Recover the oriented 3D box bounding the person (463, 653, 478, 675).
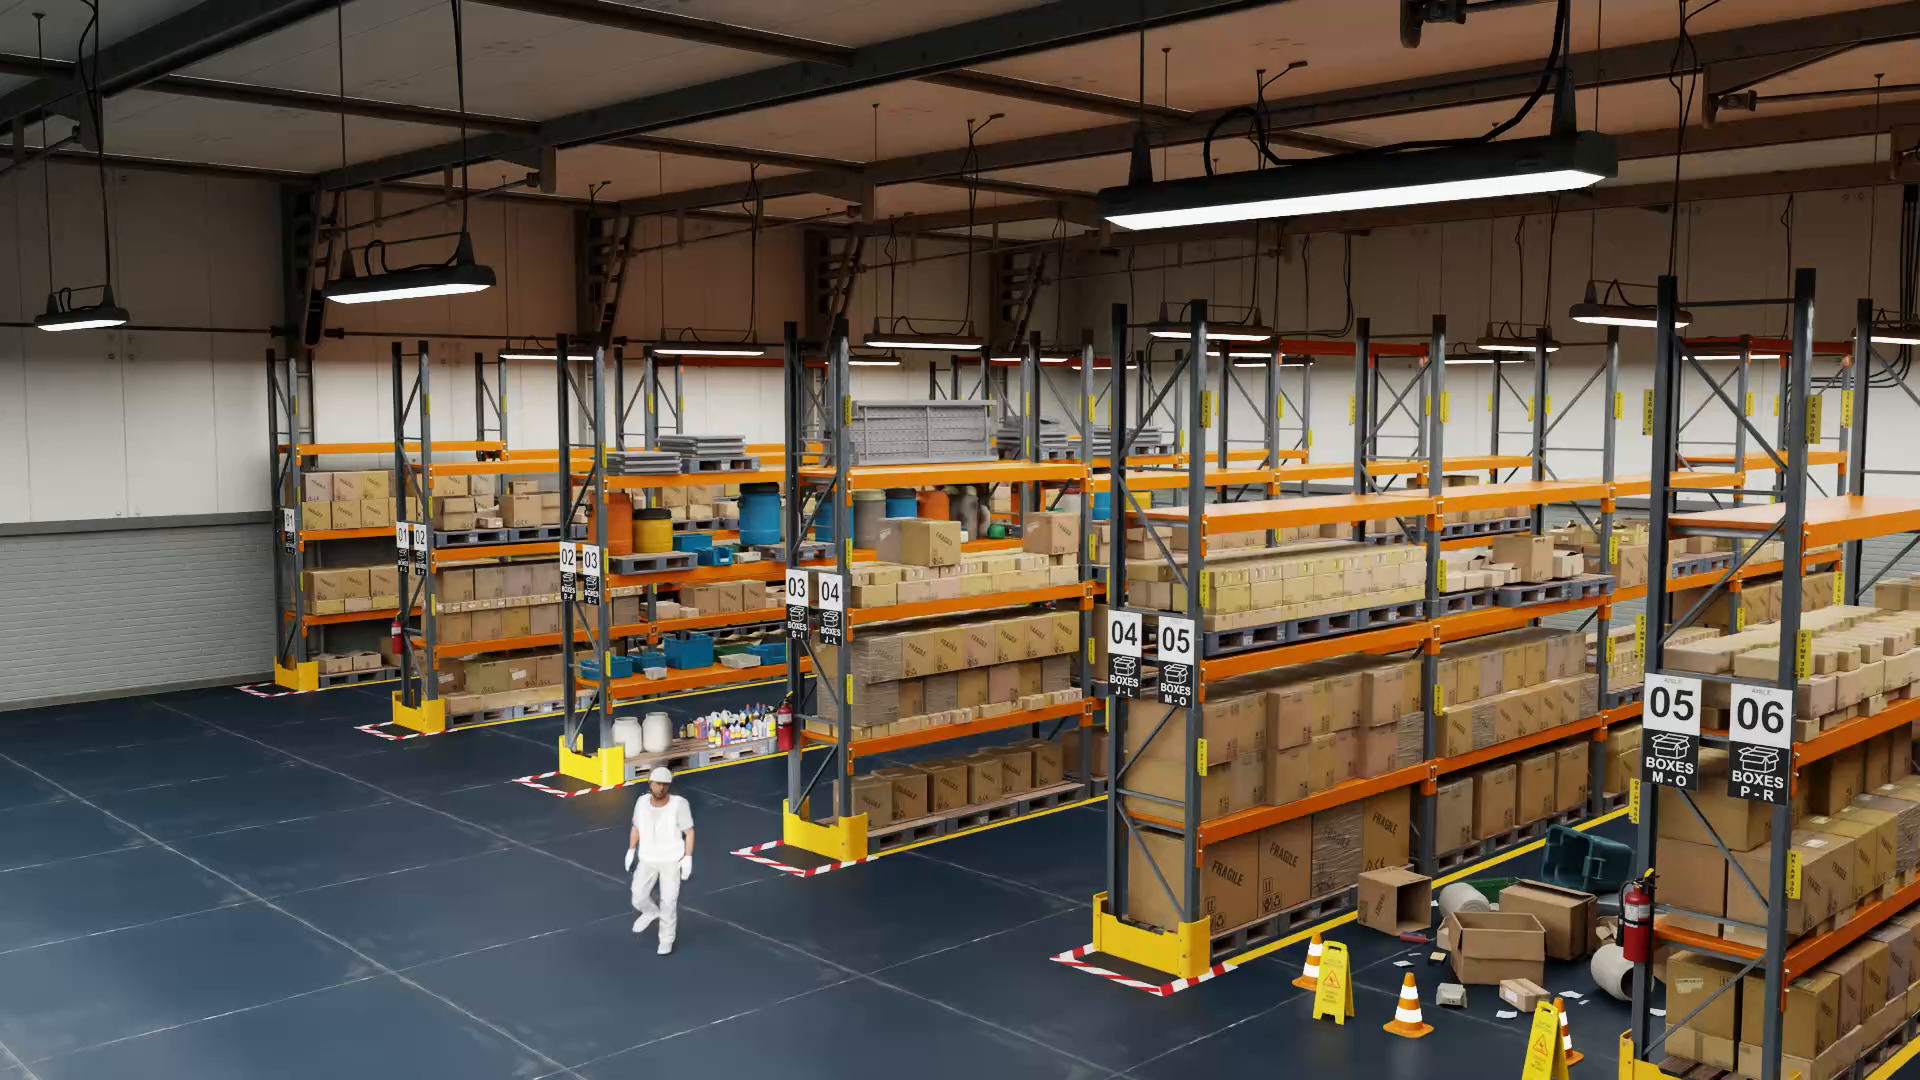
[{"bbox_3d":[-8.352,1.849,28.327,0.612,1.676,0.884,4,6,38],"label":"person"}]

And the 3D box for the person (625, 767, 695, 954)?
[{"bbox_3d":[-2.781,2.949,15.488,0.737,1.748,0.680,1,5,8],"label":"person"}]
